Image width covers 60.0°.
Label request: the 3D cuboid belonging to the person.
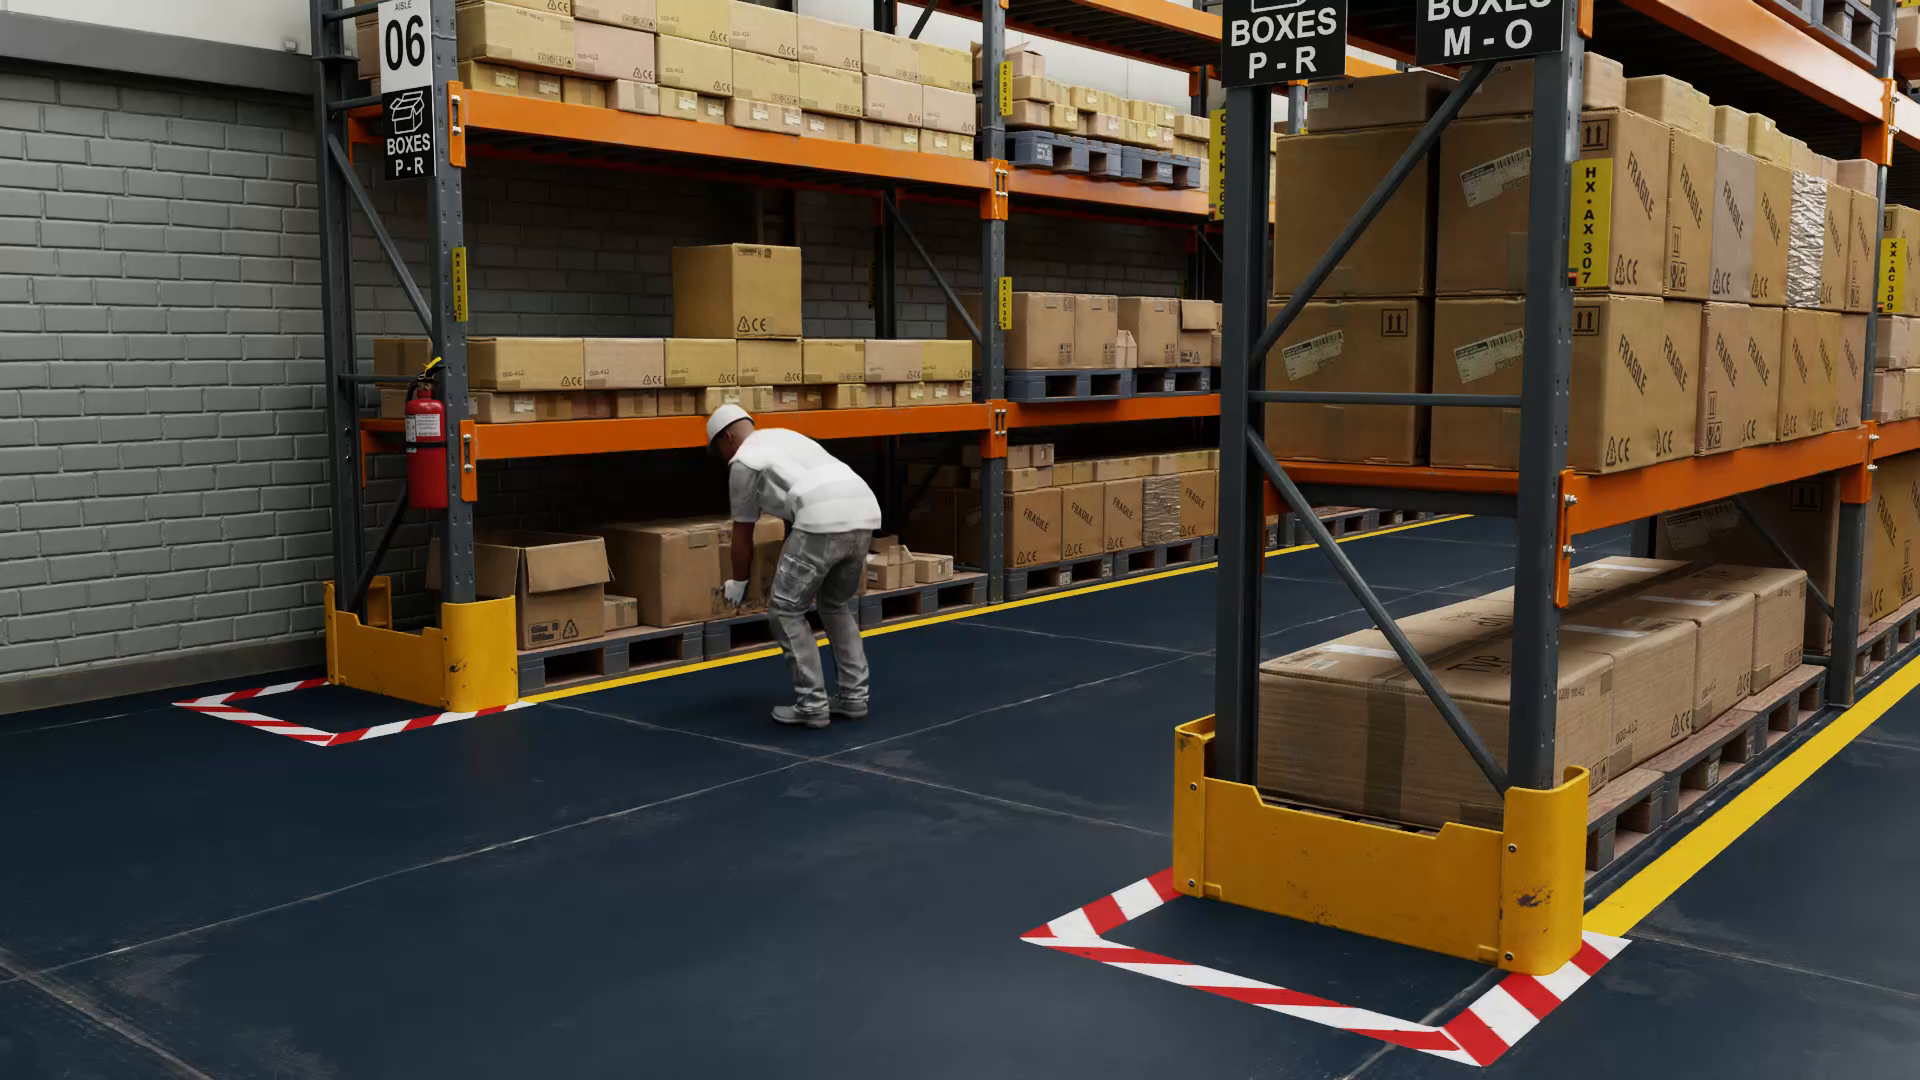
[{"bbox_3d":[-0.777,0.095,7.486,0.897,1.396,0.499,5,8,37],"label":"person"}]
